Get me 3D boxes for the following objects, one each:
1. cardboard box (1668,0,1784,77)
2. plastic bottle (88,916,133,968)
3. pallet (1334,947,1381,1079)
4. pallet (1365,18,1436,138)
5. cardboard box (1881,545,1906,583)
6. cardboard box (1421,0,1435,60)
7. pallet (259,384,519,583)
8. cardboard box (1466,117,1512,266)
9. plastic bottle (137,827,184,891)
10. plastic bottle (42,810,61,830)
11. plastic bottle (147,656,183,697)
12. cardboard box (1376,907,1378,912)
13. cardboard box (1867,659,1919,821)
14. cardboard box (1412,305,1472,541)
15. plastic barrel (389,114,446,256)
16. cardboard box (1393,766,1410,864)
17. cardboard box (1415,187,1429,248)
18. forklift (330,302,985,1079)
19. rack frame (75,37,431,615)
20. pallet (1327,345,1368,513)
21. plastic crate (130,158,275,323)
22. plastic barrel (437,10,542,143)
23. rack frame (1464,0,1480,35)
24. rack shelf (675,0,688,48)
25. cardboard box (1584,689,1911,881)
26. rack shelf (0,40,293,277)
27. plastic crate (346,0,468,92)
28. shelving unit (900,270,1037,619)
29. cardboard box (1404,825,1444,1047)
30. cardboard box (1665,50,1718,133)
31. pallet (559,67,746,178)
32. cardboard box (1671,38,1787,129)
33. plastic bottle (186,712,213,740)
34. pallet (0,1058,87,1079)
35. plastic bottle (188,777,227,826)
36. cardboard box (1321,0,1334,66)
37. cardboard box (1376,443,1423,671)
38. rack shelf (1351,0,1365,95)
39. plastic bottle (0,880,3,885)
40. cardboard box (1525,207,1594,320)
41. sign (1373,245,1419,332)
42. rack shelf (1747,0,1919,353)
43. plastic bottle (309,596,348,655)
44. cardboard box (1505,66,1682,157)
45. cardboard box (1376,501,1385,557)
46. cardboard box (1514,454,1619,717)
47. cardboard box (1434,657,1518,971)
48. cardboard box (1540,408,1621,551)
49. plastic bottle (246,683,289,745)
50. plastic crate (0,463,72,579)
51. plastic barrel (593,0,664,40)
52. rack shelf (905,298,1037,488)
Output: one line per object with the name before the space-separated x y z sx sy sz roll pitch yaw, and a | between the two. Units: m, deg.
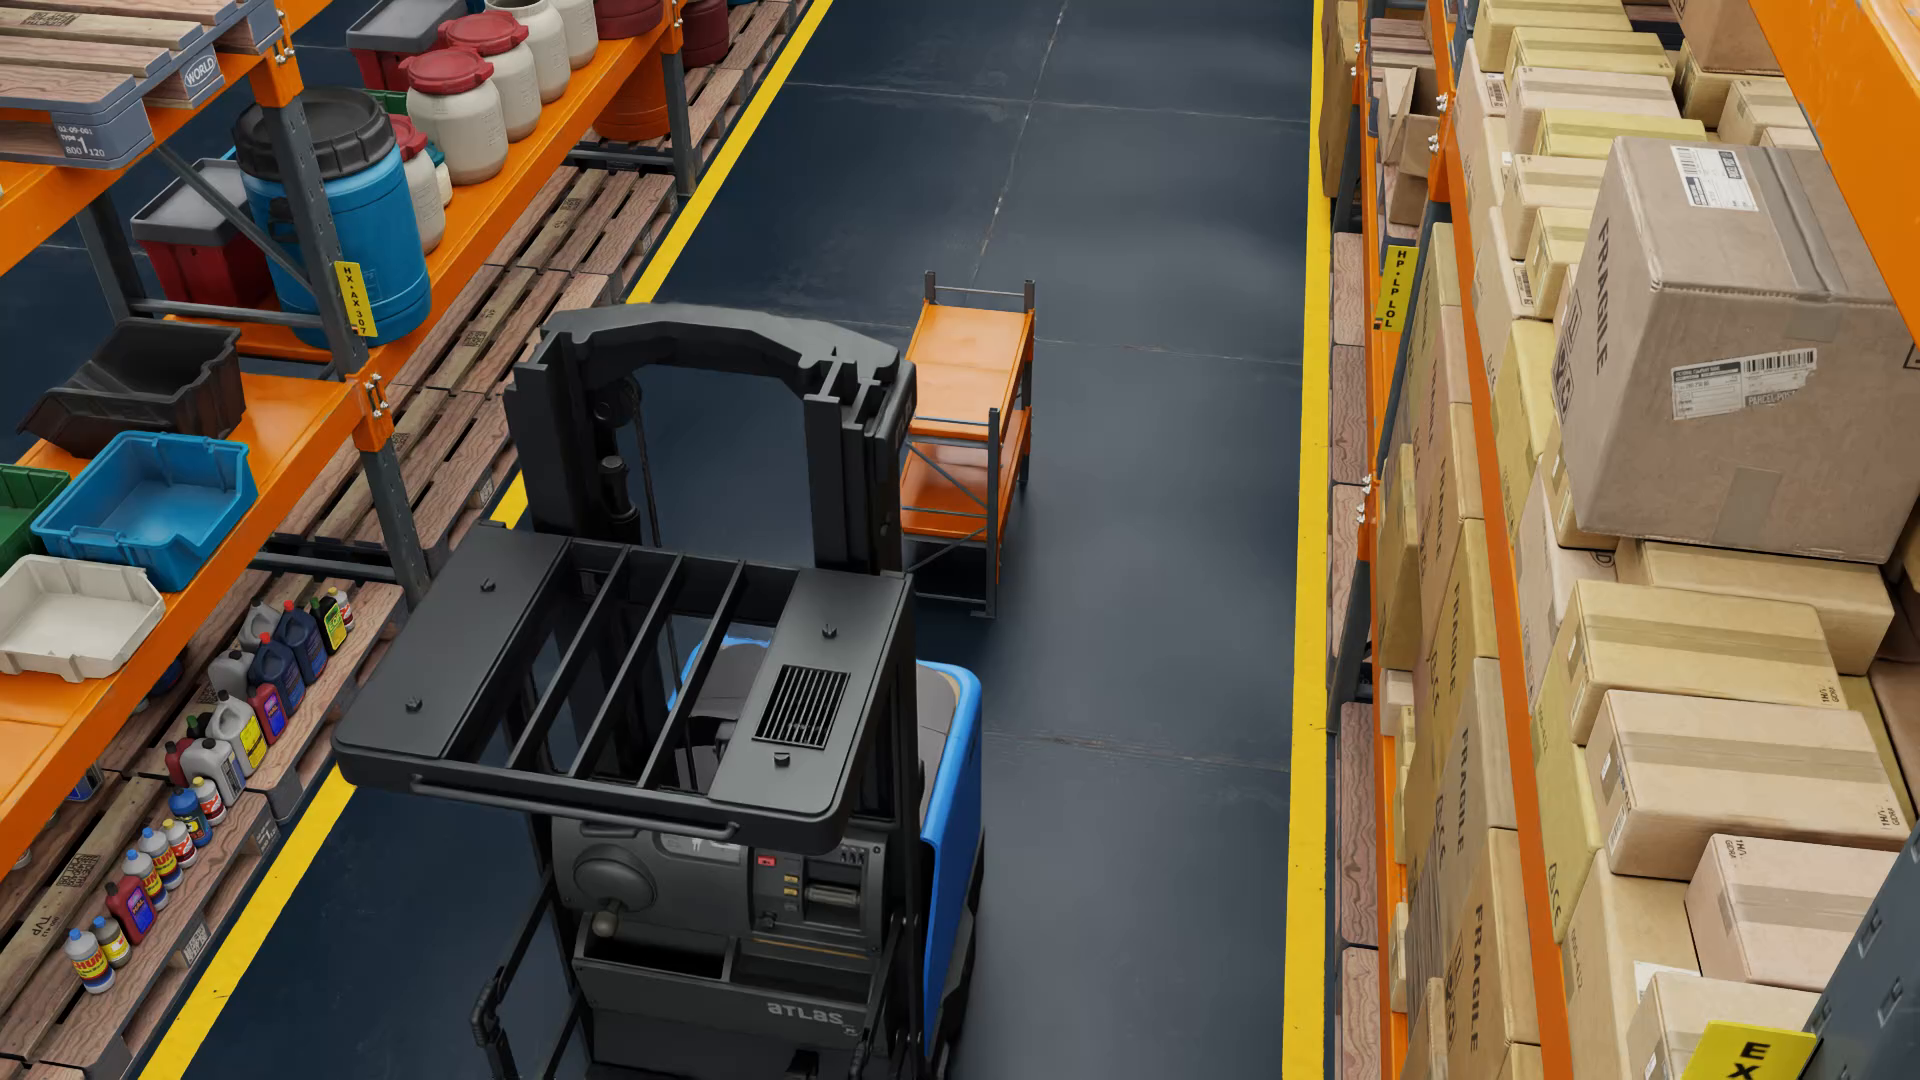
cardboard box | 2.189 -1.531 4.286 0.500 0.500 0.500 5 40 6
plastic bottle | -2.916 1.365 5.692 0.097 0.201 0.097 0 40 0
pallet | 1.726 1.929 5.349 1.003 0.211 1.213 6 40 8
pallet | 2.690 -2.317 8.446 1.213 0.211 1.003 6 40 8
cardboard box | 1.858 -0.041 2.993 0.380 0.149 0.250 5 40 6
cardboard box | 2.654 -2.707 8.359 0.500 0.500 0.500 2 40 2
pallet | -2.764 -0.308 8.054 1.003 0.211 1.213 6 40 8
cardboard box | 1.599 -0.851 4.286 0.500 0.250 0.500 6 40 7
plastic bottle | -2.857 1.125 5.928 0.097 0.271 0.097 0 40 0
plastic bottle | -3.422 0.972 6.168 0.097 0.201 0.097 0 40 0
plastic bottle | -3.268 0.443 6.691 0.144 0.351 0.185 6 40 8
cardboard box | 1.816 1.069 5.832 0.500 0.500 0.500 19 43 21
cardboard box | 1.745 0.474 2.683 0.500 0.250 0.500 6 40 7
cardboard box | 1.603 -0.310 4.771 0.500 0.500 0.500 6 40 8
plastic barrel | -2.481 -1.514 7.218 0.433 0.535 0.433 0 40 0
cardboard box | 1.436 0.802 4.720 0.380 0.149 0.250 6 40 8
cardboard box | 2.292 -1.216 6.163 1.000 1.000 1.000 7 40 8
forklift | -0.696 0.995 4.344 1.130 2.935 3.031 7 40 8
rack frame | -2.862 -0.886 6.564 1.000 3.000 0.127 6 40 8
pallet | 2.358 -0.521 8.312 1.003 0.211 1.213 6 40 8
plastic crate | -3.080 -1.248 6.952 0.402 0.464 0.583 6 40 8
plastic barrel | -2.279 -2.246 8.103 0.433 0.535 0.433 0 40 0
rack frame | 2.016 -2.651 3.992 1.000 3.000 0.127 6 40 8
rack shelf | -1.824 -4.374 11.348 1.077 0.370 4.000 6 40 8
cardboard box | 1.165 0.376 2.489 0.380 0.149 0.250 5 40 6
rack shelf | -3.208 -0.509 4.319 1.077 0.370 4.000 6 40 8
plastic crate | -2.751 -2.440 8.394 0.402 0.464 0.583 6 40 8
shelving unit | 0.001 -0.438 7.494 0.538 1.125 1.048 6 40 8
cardboard box | 1.544 1.040 3.924 0.875 0.500 0.500 6 40 8
cardboard box | 2.194 -1.123 4.614 0.500 0.250 0.500 8 40 9
pallet | -2.075 -2.821 11.093 1.003 0.211 1.213 6 40 8
cardboard box | 2.108 -1.198 4.392 0.380 0.149 0.250 7 40 8
plastic bottle | -2.884 0.756 6.365 0.061 0.283 0.133 6 40 8
pallet | -3.442 2.137 5.096 1.003 0.211 1.213 6 40 8
plastic bottle | -2.804 0.961 6.181 0.097 0.201 0.097 0 40 0
cardboard box | 3.156 -3.738 11.352 1.225 0.875 0.875 5 40 6
cardboard box | 1.756 0.093 5.068 0.875 0.500 0.500 6 40 8
rack shelf | 3.054 -3.828 10.687 1.077 0.370 4.000 6 40 8
plastic bottle | -3.493 1.157 5.879 0.061 0.283 0.133 6 40 8
cardboard box | 1.468 -0.599 3.668 0.380 0.149 0.250 6 40 7
sign | 1.469 -0.845 5.606 0.100 0.325 0.005 6 40 8
rack shelf | 1.670 -1.118 2.704 1.077 0.370 4.000 6 40 8
plastic bottle | -2.620 0.330 6.880 0.061 0.283 0.133 8 40 10
cardboard box | 1.609 -1.078 4.248 0.380 0.149 0.250 7 40 8
cardboard box | 1.627 0.015 5.672 0.380 0.149 0.250 6 40 8
cardboard box | 1.338 0.108 3.126 0.500 0.250 0.500 7 40 9
cardboard box | 1.346 0.632 3.632 0.500 0.500 0.500 6 40 8
cardboard box | 1.297 -0.105 3.071 0.380 0.149 0.250 5 40 5
plastic bottle | -2.710 0.655 6.487 0.061 0.283 0.133 9 40 11
plastic crate | -3.375 0.017 5.639 0.450 0.188 0.662 6 40 8
plastic barrel | -1.952 -3.124 9.164 0.600 0.536 0.708 6 40 8
rack shelf | 0.001 -0.663 7.307 0.538 0.278 1.000 6 40 8
